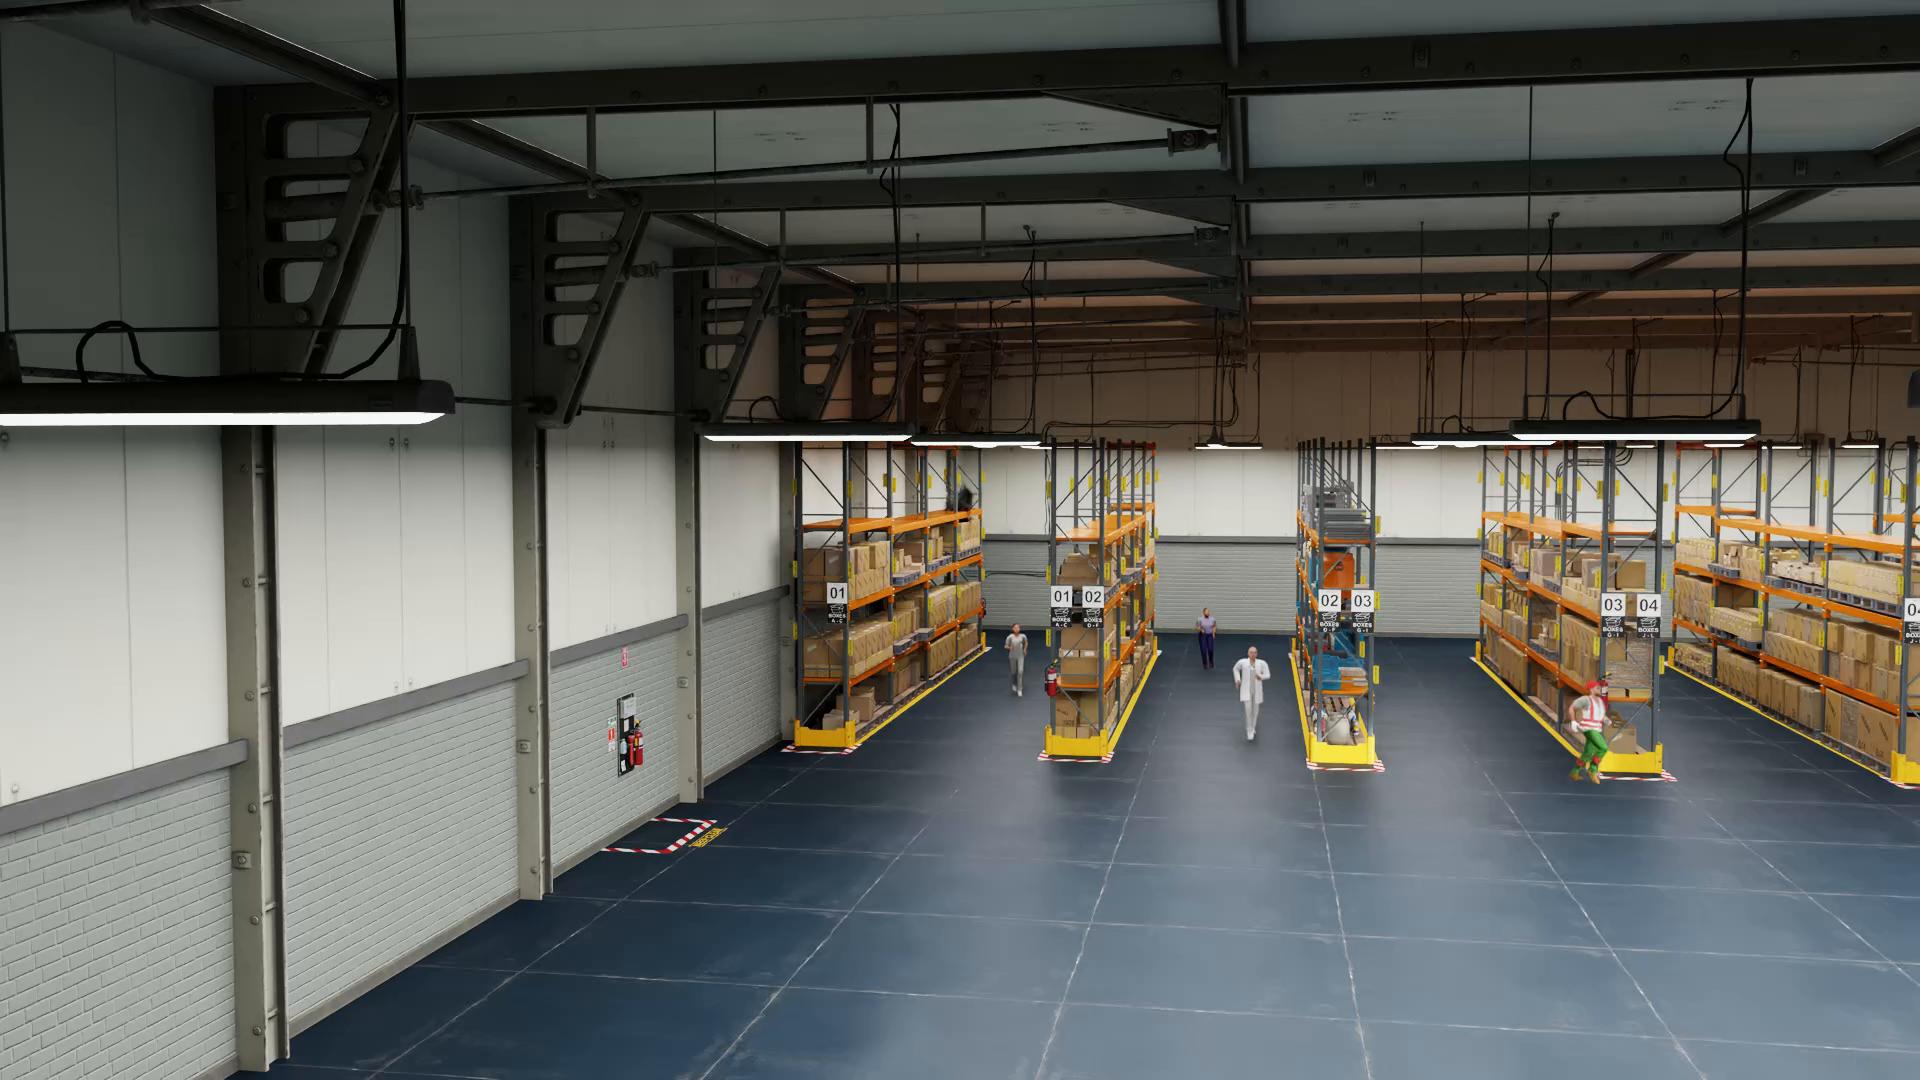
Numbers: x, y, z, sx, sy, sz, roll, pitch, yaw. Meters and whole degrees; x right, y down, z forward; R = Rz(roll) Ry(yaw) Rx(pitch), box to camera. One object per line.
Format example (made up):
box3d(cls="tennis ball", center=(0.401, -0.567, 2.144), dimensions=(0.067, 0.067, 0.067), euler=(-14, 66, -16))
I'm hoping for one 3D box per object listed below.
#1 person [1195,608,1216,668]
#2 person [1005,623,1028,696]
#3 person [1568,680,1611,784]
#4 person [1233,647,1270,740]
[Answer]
box3d(cls="person", center=(6.490, 2.595, 43.834), dimensions=(0.586, 1.614, 0.581), euler=(0, 3, 1))
box3d(cls="person", center=(1.331, 2.793, 39.170), dimensions=(0.565, 1.669, 0.950), euler=(0, 3, -3))
box3d(cls="person", center=(10.971, 3.303, 28.798), dimensions=(0.689, 1.727, 0.676), euler=(-2, 4, -38))
box3d(cls="person", center=(5.859, 3.061, 33.342), dimensions=(0.700, 1.744, 0.952), euler=(0, 3, 2))
